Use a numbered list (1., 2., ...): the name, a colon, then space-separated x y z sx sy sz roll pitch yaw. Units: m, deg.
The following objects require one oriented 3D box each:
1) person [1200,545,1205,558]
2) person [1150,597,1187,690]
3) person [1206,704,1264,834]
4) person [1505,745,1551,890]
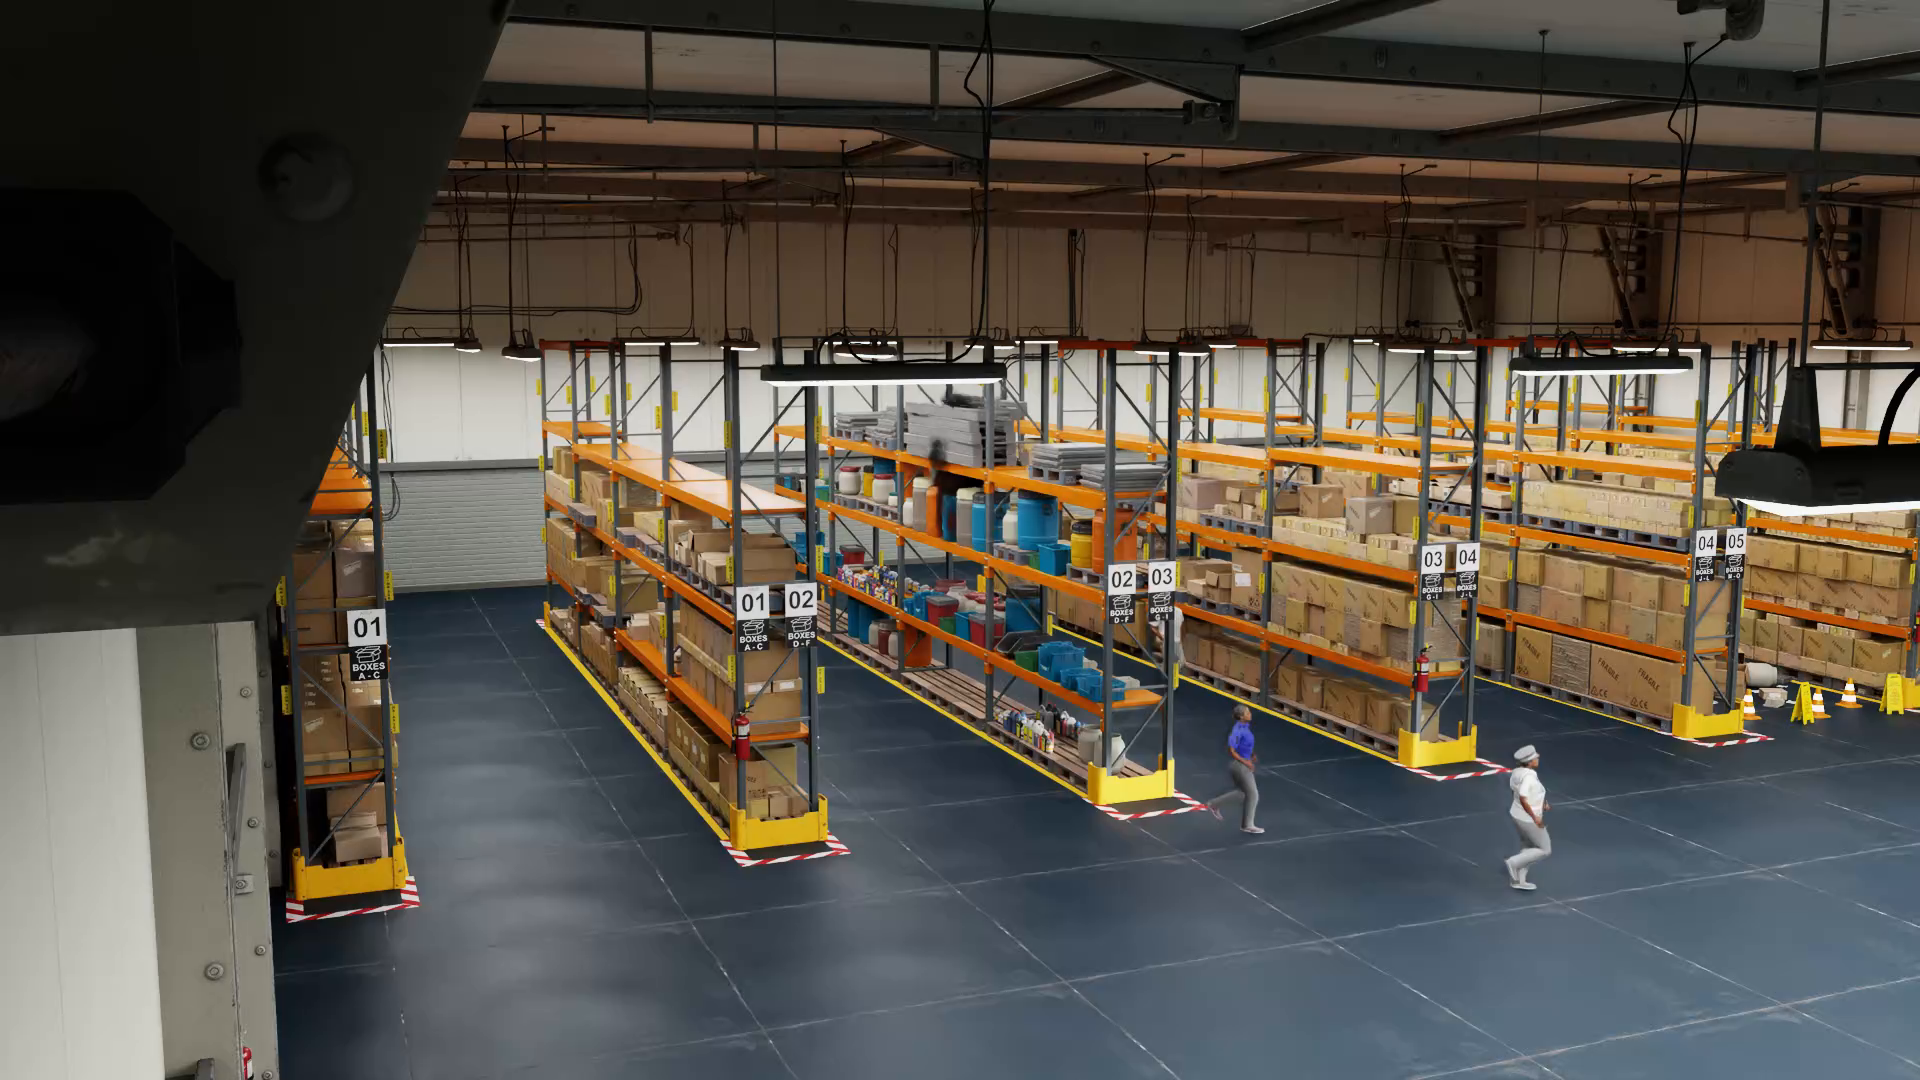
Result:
1. person: 6.014 0.079 41.903 0.594 1.655 0.780 2 8 18
2. person: 3.616 1.748 28.719 0.679 1.719 0.576 -3 8 -23
3. person: 3.448 2.841 20.706 0.709 1.630 0.598 2 8 12
4. person: 6.360 3.107 18.609 0.558 1.658 0.574 0 7 -3
